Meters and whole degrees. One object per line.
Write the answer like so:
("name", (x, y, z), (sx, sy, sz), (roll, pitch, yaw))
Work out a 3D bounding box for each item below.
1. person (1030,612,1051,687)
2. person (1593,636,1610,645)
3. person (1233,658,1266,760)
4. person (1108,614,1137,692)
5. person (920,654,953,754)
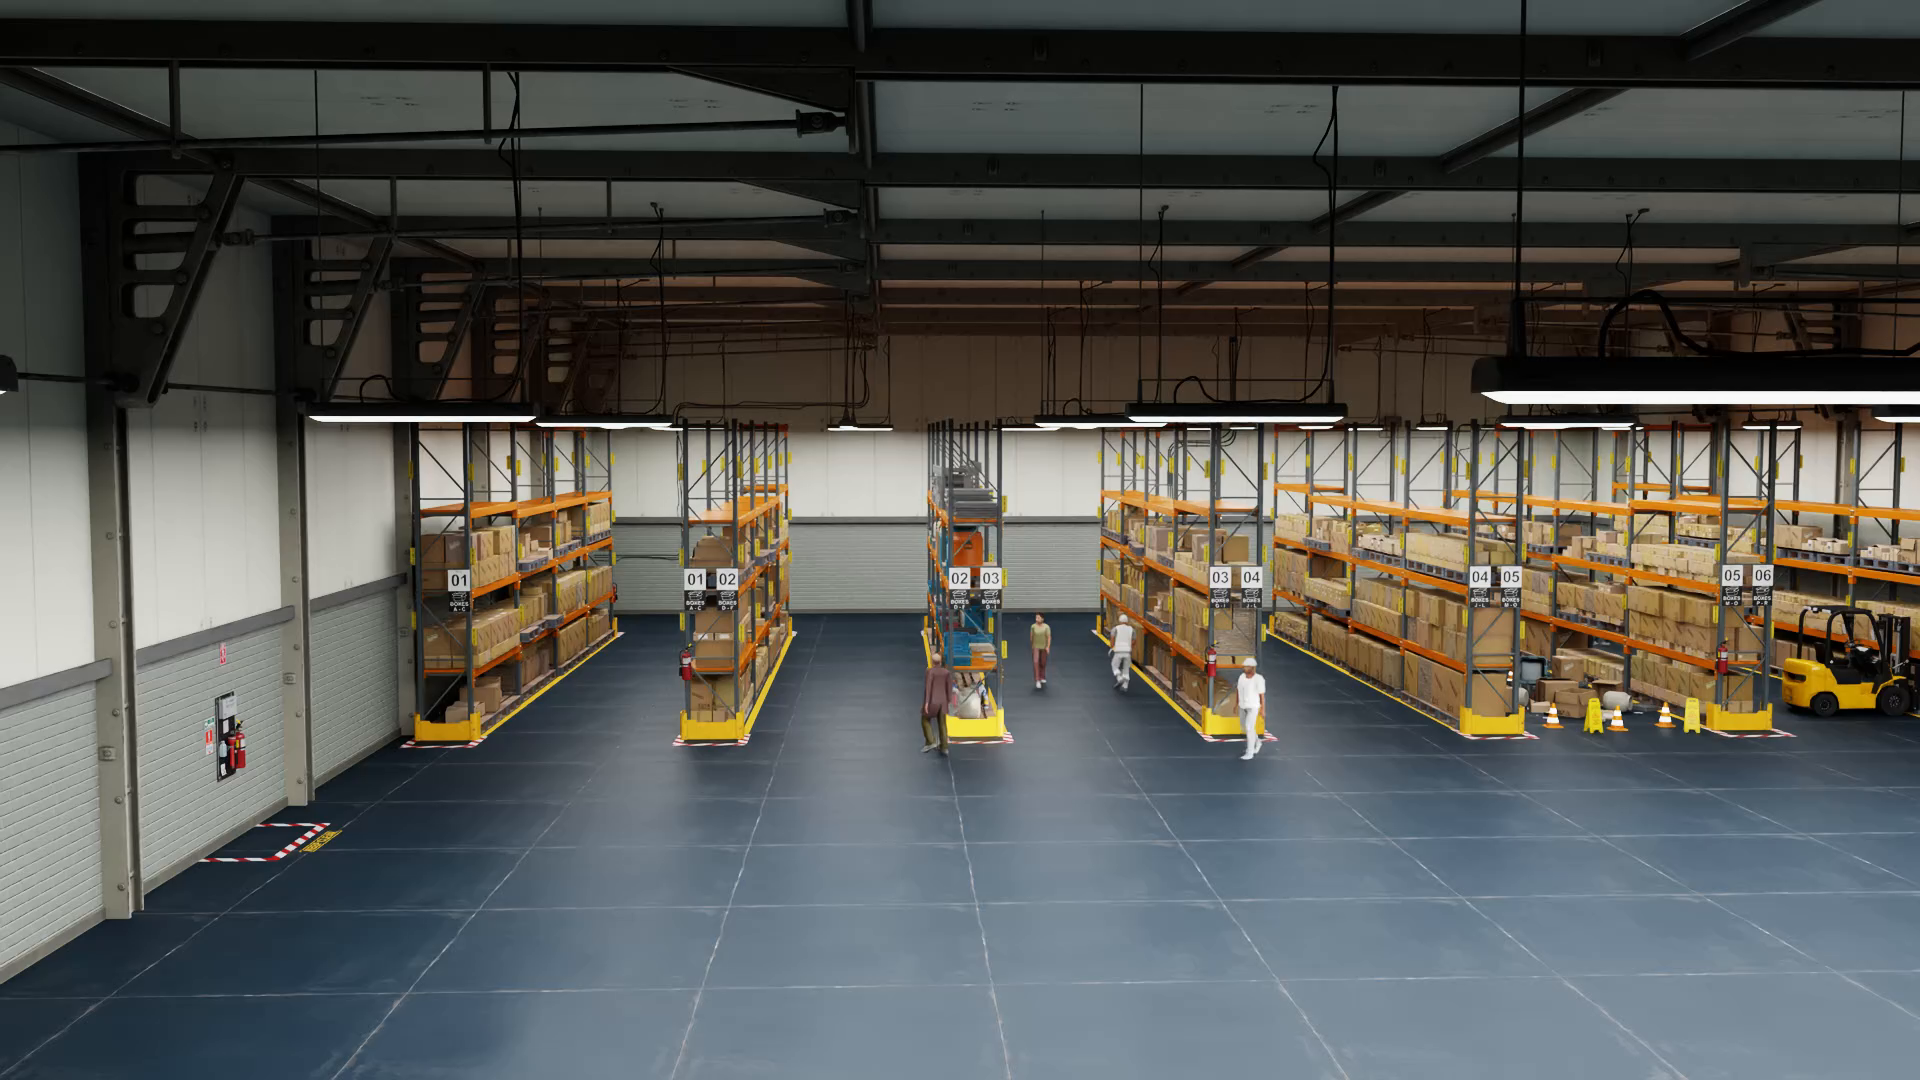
("person", (1.832, 2.465, 37.736), (0.464, 1.641, 0.883), (0, 4, 2))
("person", (17.365, 2.070, 44.979), (0.407, 1.602, 0.643), (-2, 4, -24))
("person", (5.150, 2.953, 29.402), (0.746, 1.760, 0.562), (-3, 4, -35))
("person", (3.633, 2.512, 37.130), (0.656, 1.681, 0.793), (0, 4, -3))
("person", (-0.388, 2.934, 29.727), (0.614, 1.792, 0.584), (-2, 4, -32))
